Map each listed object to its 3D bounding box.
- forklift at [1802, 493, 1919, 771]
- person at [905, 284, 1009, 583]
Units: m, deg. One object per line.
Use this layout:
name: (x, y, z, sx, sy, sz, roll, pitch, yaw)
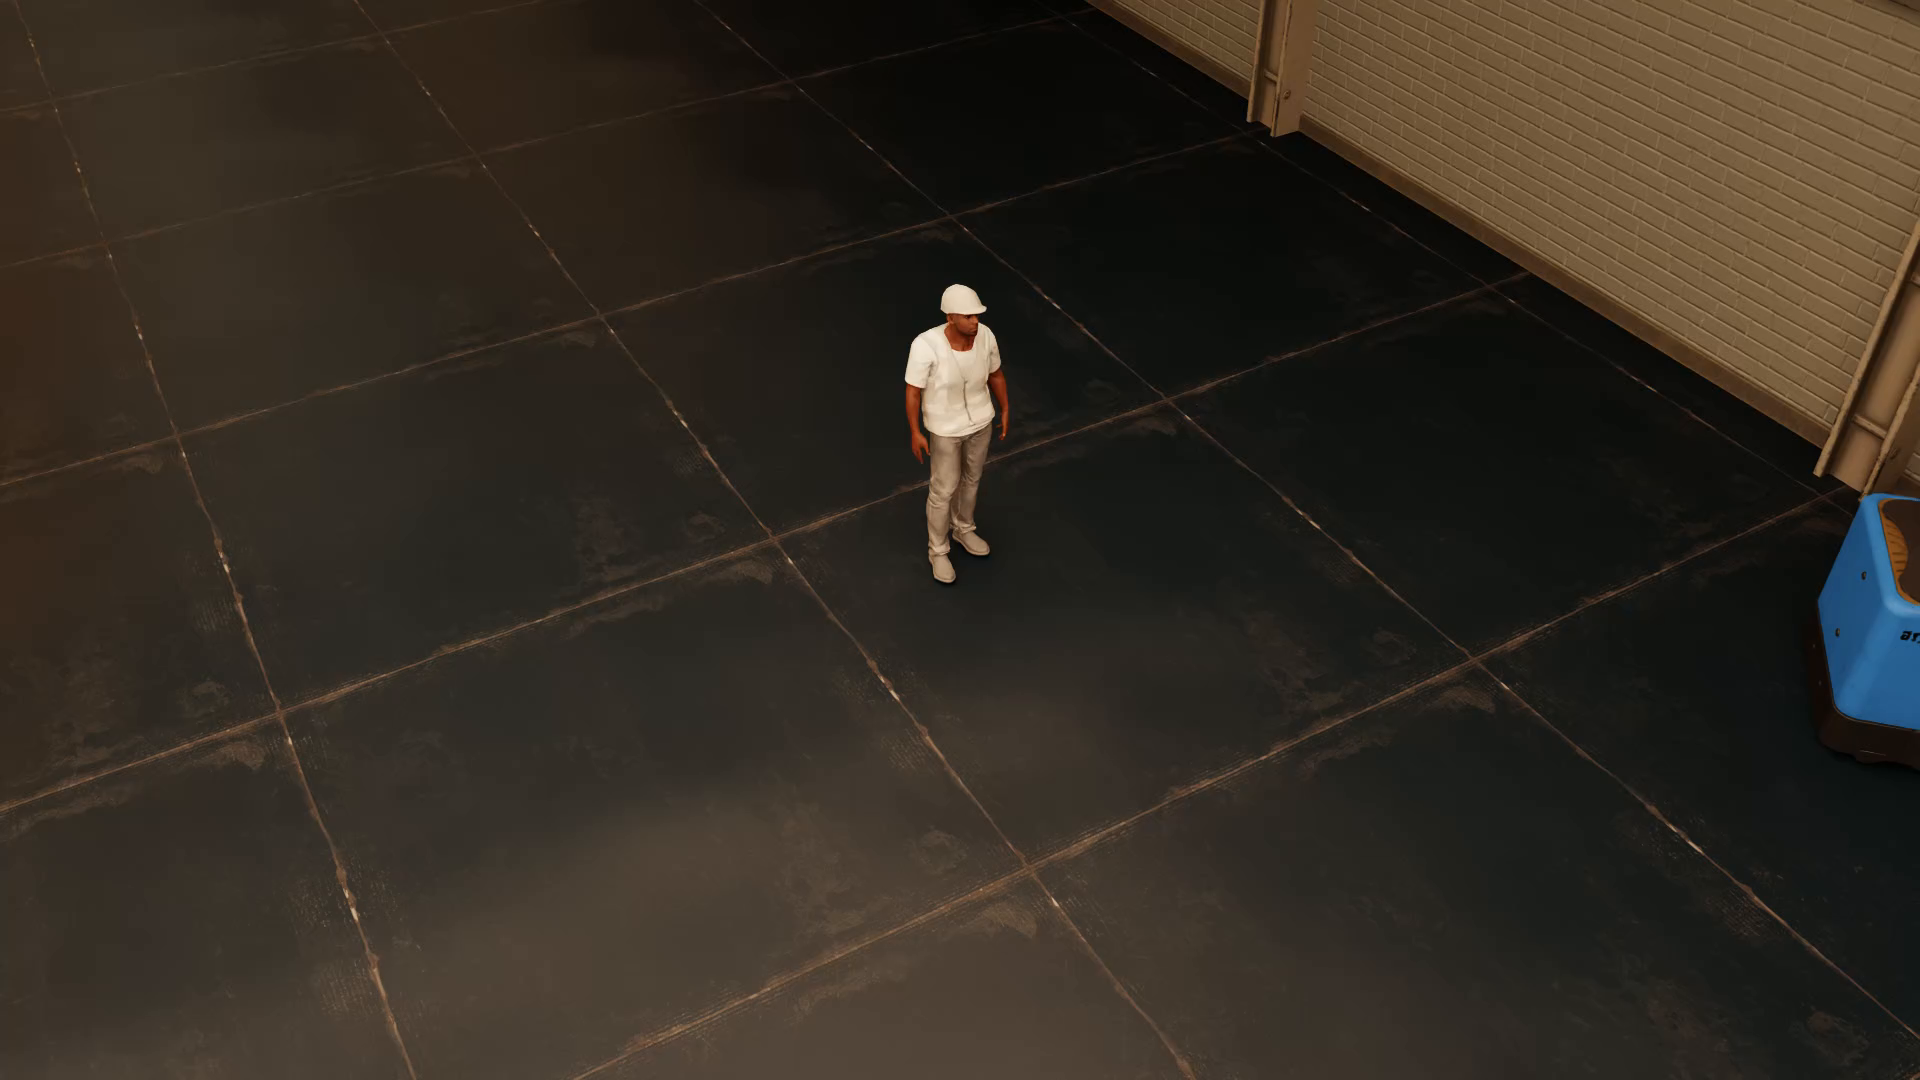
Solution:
forklift: (6.189, -0.017, 8.057, 3.031, 2.935, 1.130, 10, 41, 12)
person: (0.030, -0.643, 9.716, 0.665, 1.762, 0.575, -20, 44, -23)
